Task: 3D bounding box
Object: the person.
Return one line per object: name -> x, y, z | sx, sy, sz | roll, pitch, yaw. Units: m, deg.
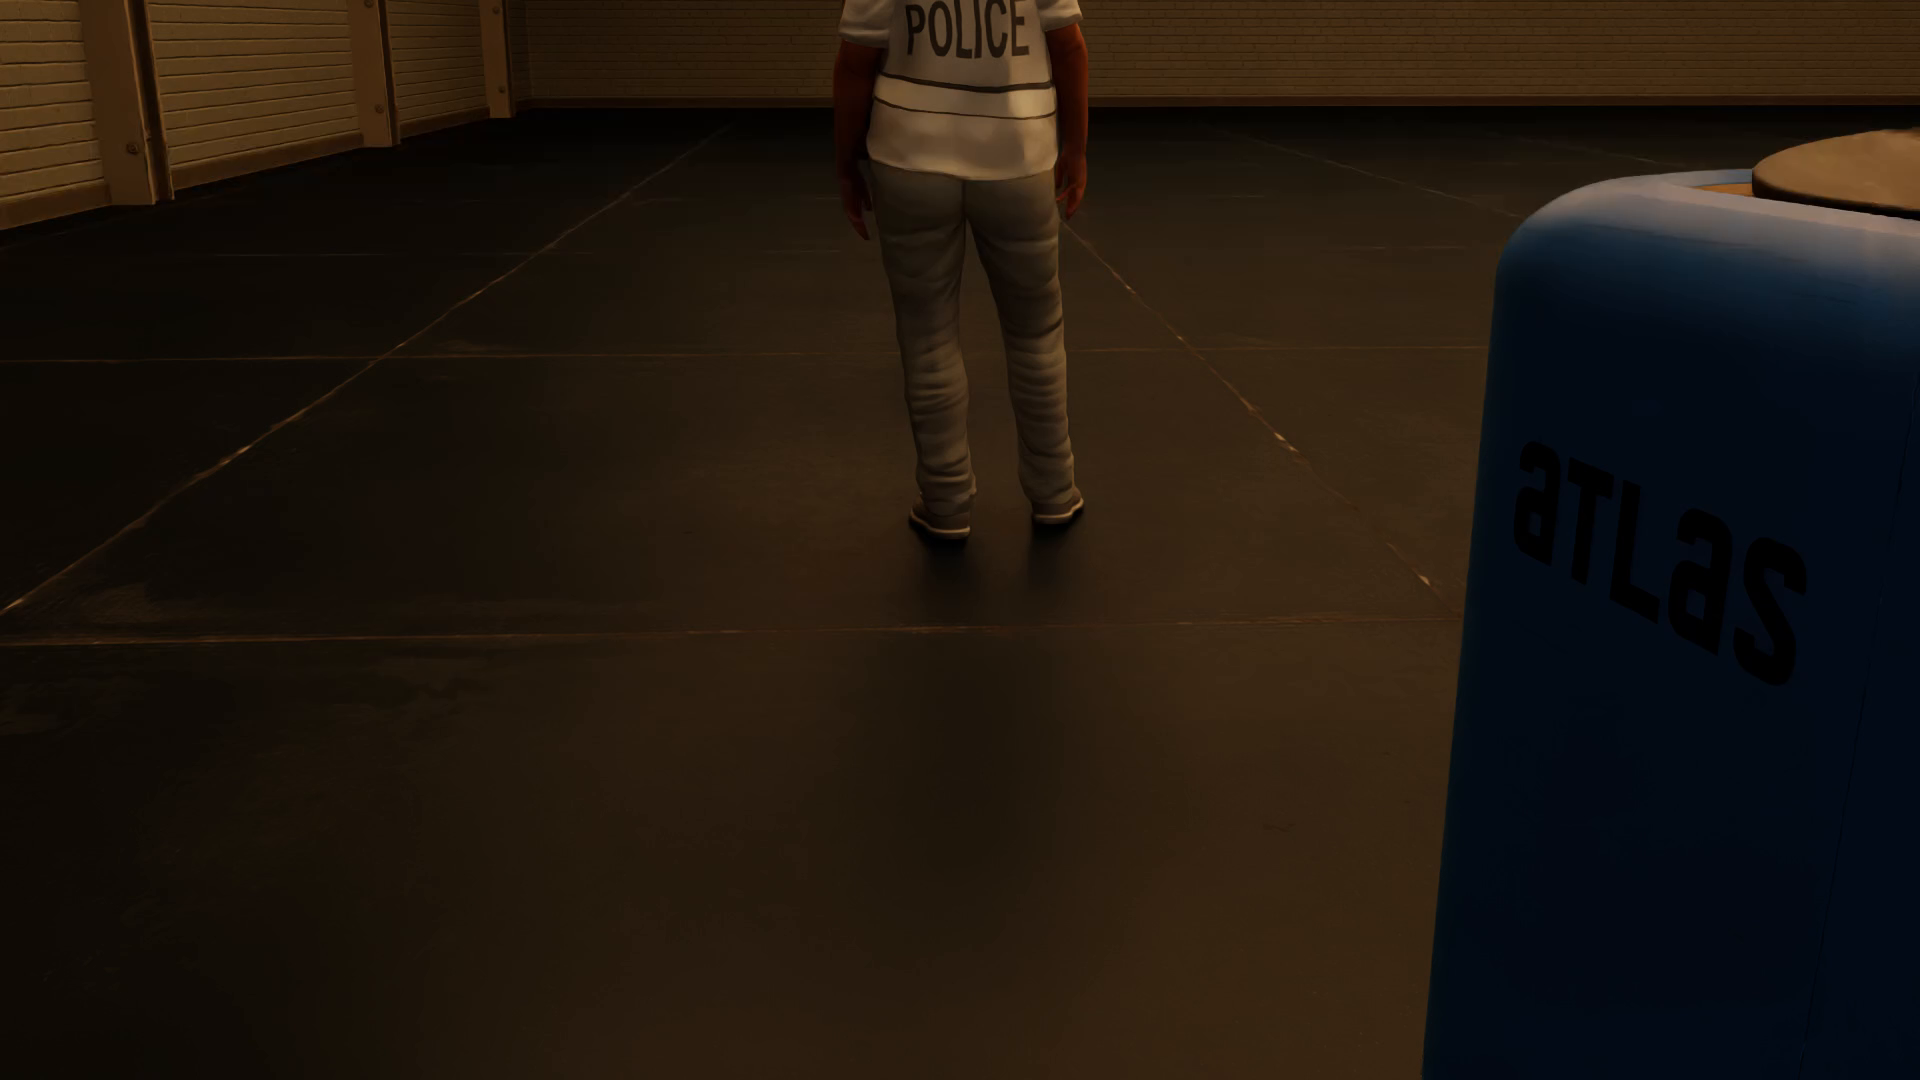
person -> 0.019, -0.827, 3.747 | 0.598, 1.670, 0.527 | -1, 17, -3
